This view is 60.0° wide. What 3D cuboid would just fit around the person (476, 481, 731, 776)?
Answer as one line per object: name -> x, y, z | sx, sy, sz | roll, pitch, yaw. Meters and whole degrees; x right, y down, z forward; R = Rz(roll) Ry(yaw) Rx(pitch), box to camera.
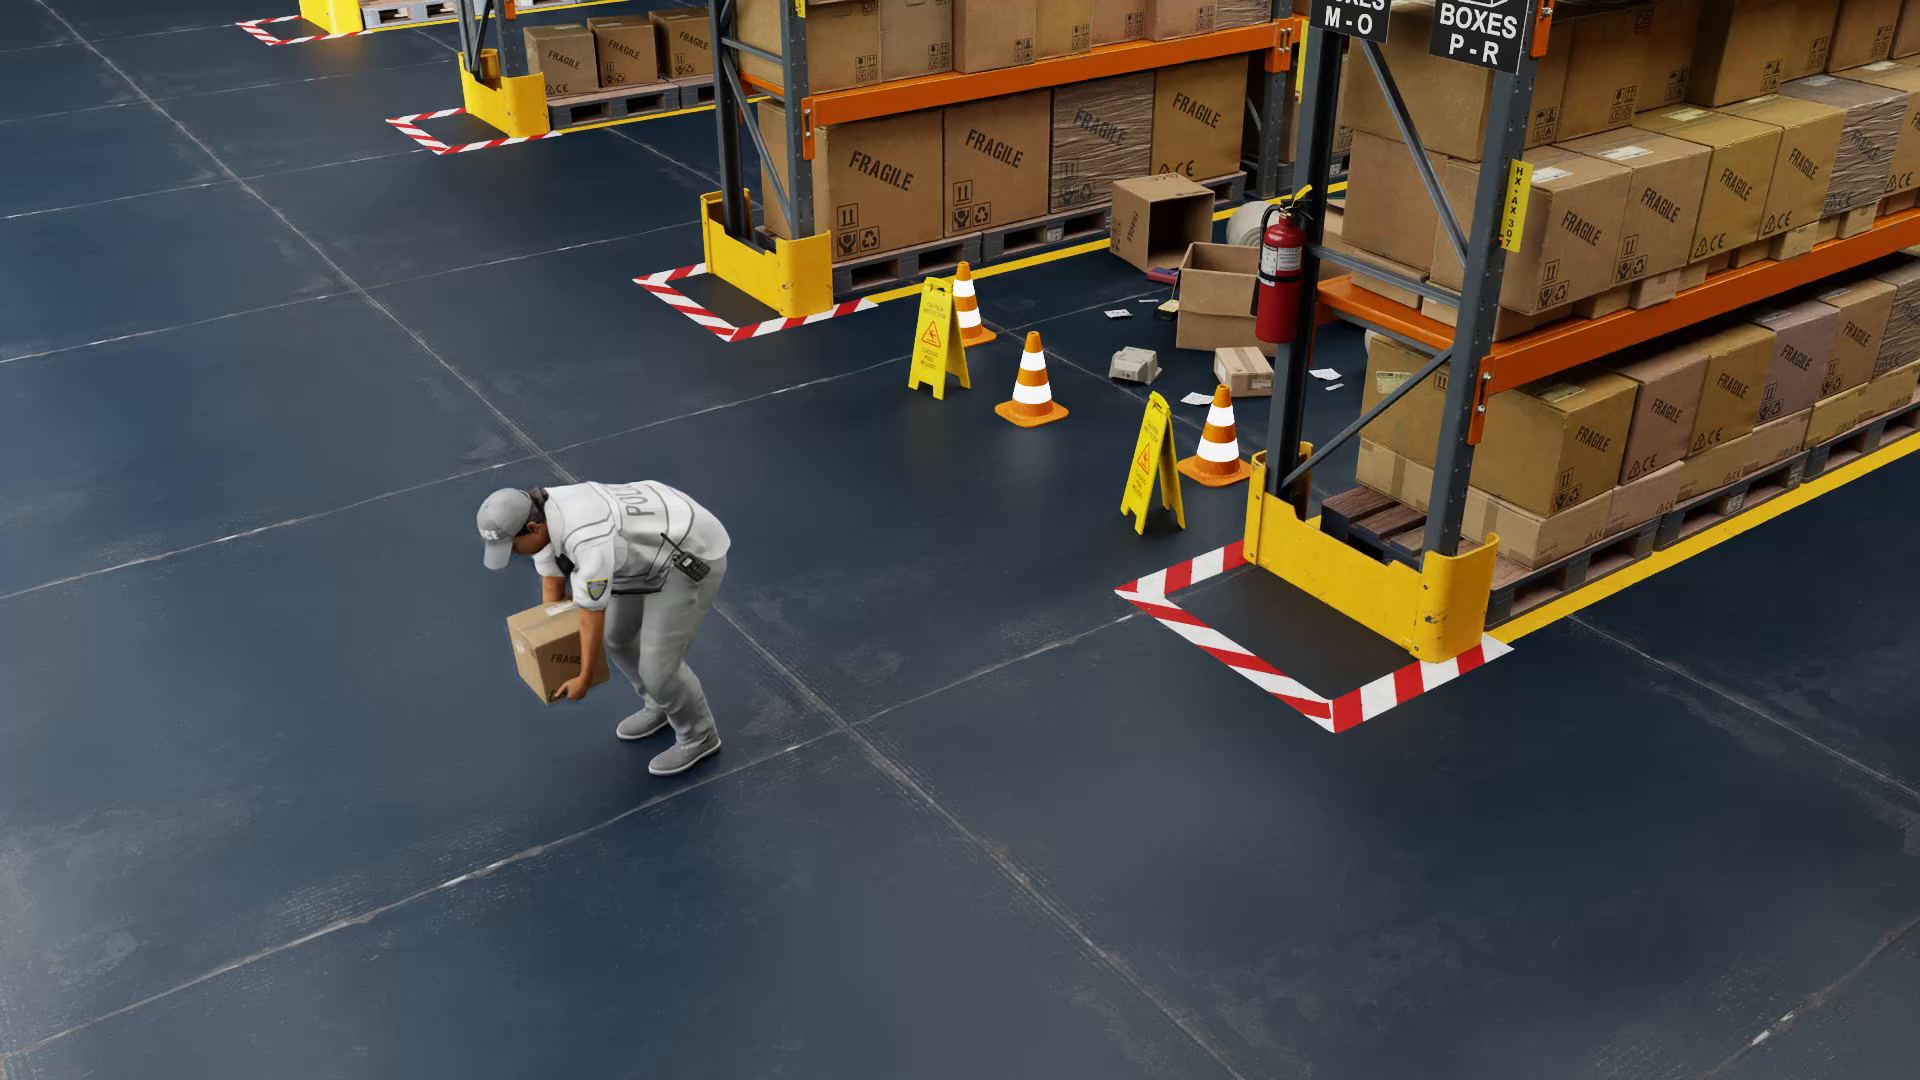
person -> -1.259, 0.284, 6.035 | 0.892, 1.258, 0.474 | -20, 35, -32
